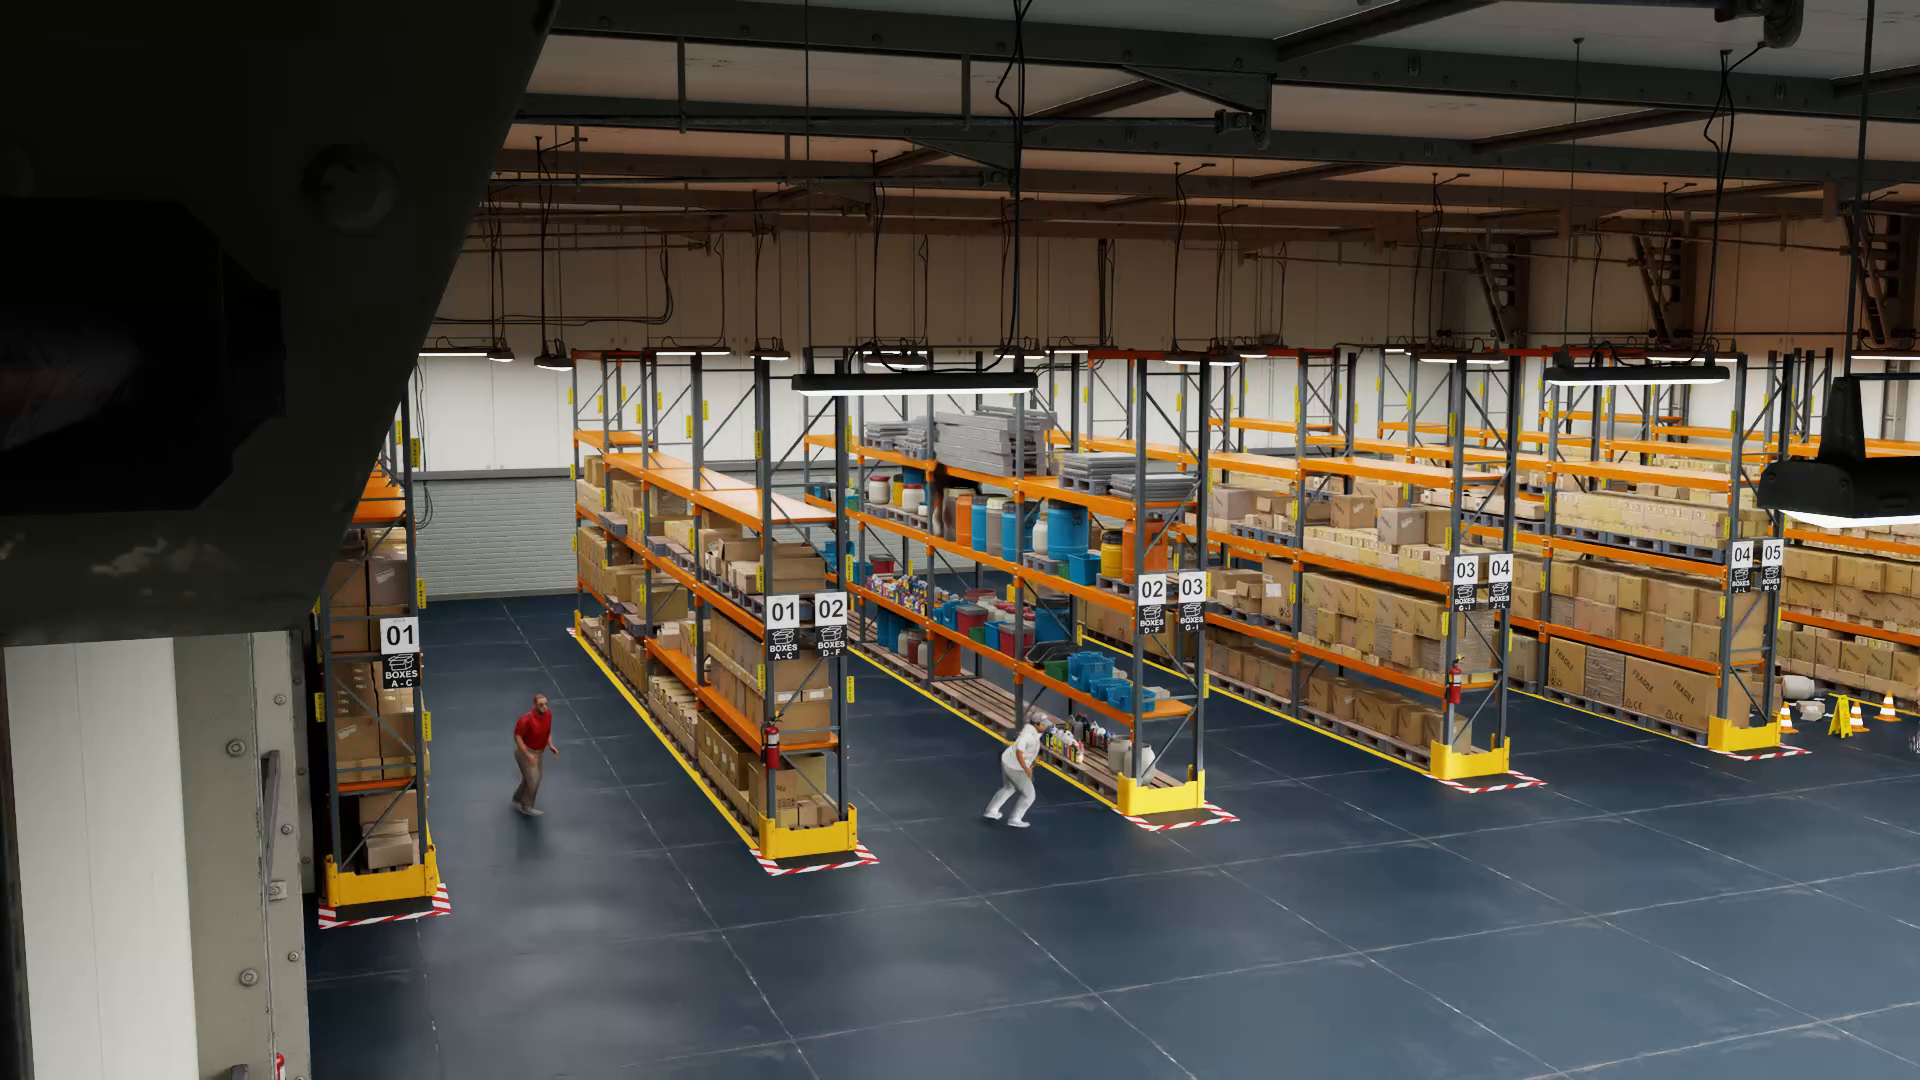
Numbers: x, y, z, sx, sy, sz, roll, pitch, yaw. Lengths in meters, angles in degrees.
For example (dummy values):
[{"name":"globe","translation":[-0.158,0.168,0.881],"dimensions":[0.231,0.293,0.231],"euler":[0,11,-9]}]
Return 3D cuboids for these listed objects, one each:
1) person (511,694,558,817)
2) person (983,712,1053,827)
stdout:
[{"name":"person","translation":[-5.684,2.816,21.866],"dimensions":[0.788,1.675,0.677],"euler":[3,8,22]},{"name":"person","translation":[0.746,2.937,21.419],"dimensions":[0.870,1.528,0.676],"euler":[0,7,-3]}]
